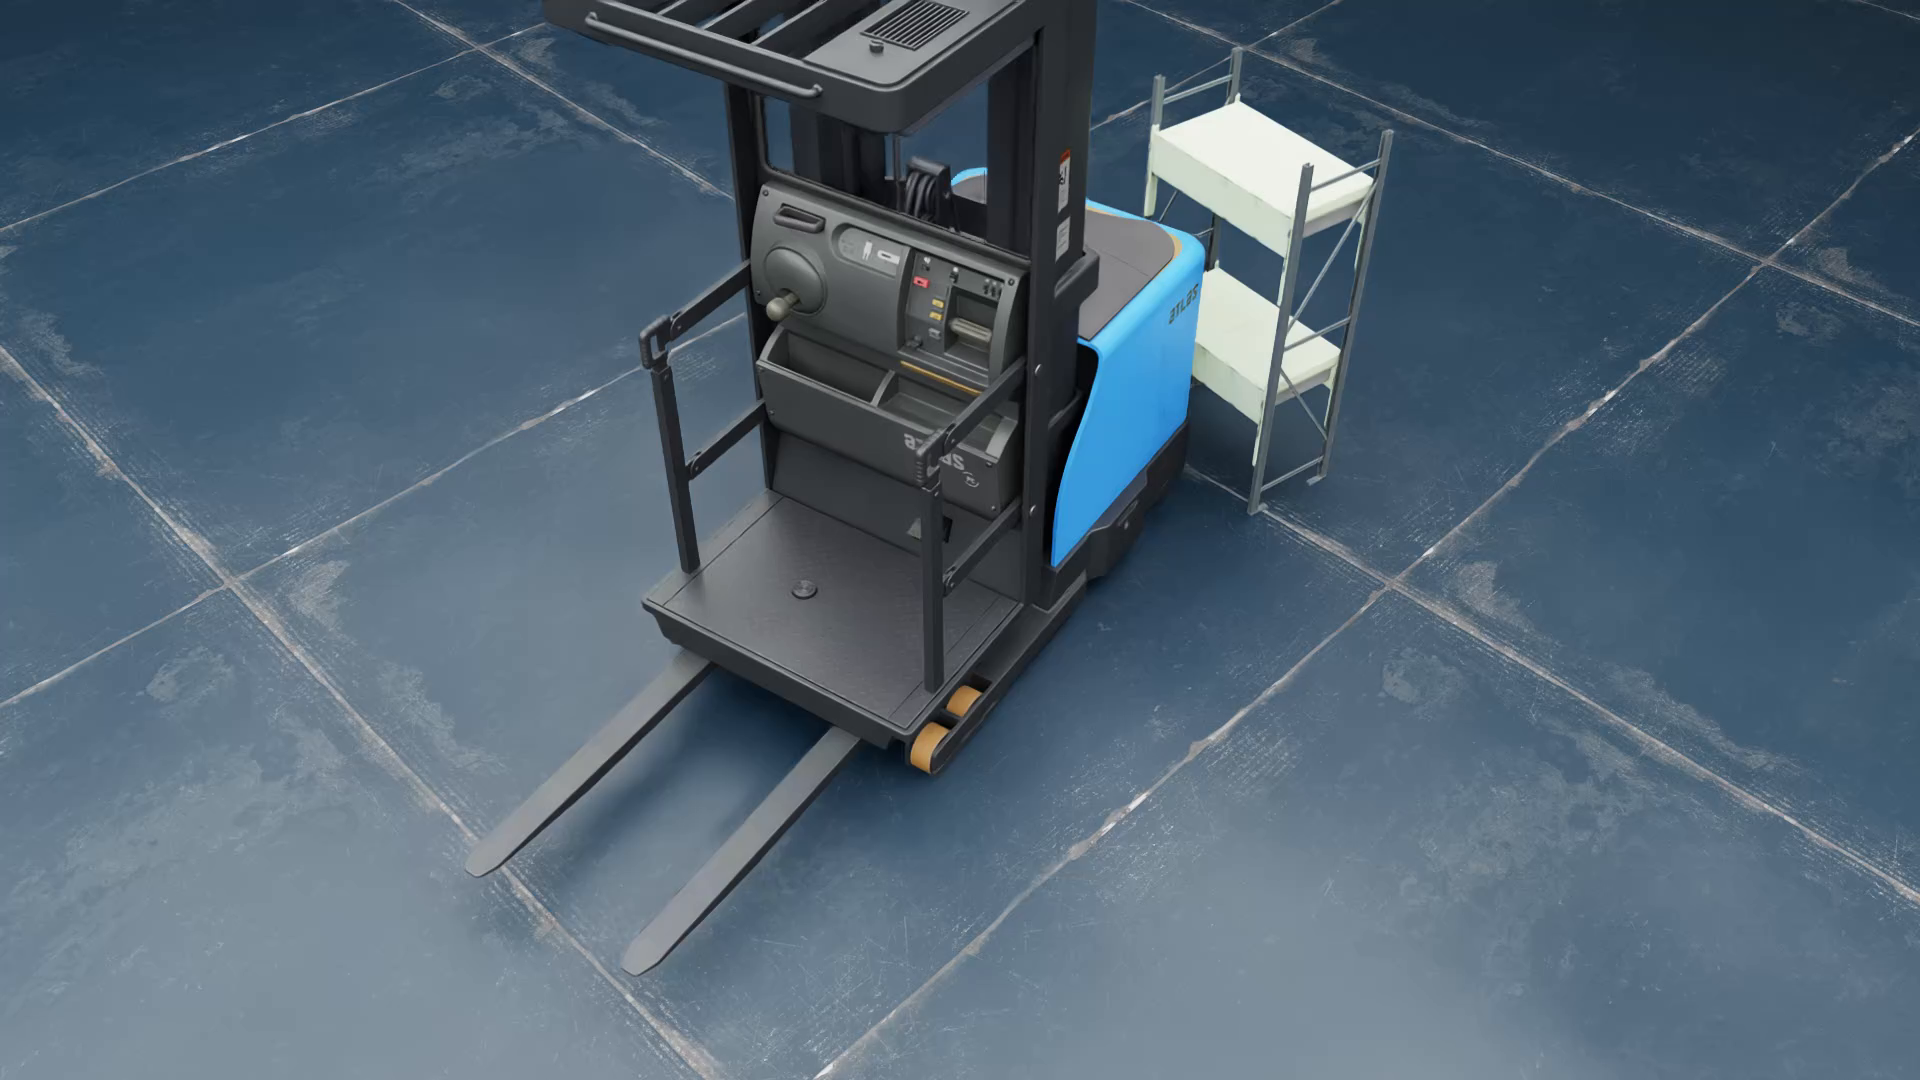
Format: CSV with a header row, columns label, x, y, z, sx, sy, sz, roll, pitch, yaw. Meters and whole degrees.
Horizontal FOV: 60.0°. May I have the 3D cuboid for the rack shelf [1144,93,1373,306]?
label,x,y,z,sx,sy,sz,roll,pitch,yaw
rack shelf,1.055,-1.216,5.885,0.431,0.370,0.720,-26,49,-25

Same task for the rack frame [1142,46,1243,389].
label,x,y,z,sx,sy,sz,roll,pitch,yaw
rack frame,0.842,-1.131,6.369,0.400,1.500,0.023,-26,49,-25

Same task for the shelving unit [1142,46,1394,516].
label,x,y,z,sx,sy,sz,roll,pitch,yaw
shelving unit,1.055,-0.929,6.150,0.431,1.500,0.755,-26,49,-25

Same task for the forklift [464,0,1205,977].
label,x,y,z,sx,sy,sz,roll,pitch,yaw
forklift,-0.351,-0.685,4.832,1.130,2.935,3.031,24,48,24

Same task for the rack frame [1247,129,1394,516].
label,x,y,z,sx,sy,sz,roll,pitch,yaw
rack frame,1.268,-0.727,5.931,0.400,1.500,0.023,-26,49,-25

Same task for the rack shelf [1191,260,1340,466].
label,x,y,z,sx,sy,sz,roll,pitch,yaw
rack shelf,1.054,-0.690,6.371,0.431,0.370,0.720,-26,49,-25
